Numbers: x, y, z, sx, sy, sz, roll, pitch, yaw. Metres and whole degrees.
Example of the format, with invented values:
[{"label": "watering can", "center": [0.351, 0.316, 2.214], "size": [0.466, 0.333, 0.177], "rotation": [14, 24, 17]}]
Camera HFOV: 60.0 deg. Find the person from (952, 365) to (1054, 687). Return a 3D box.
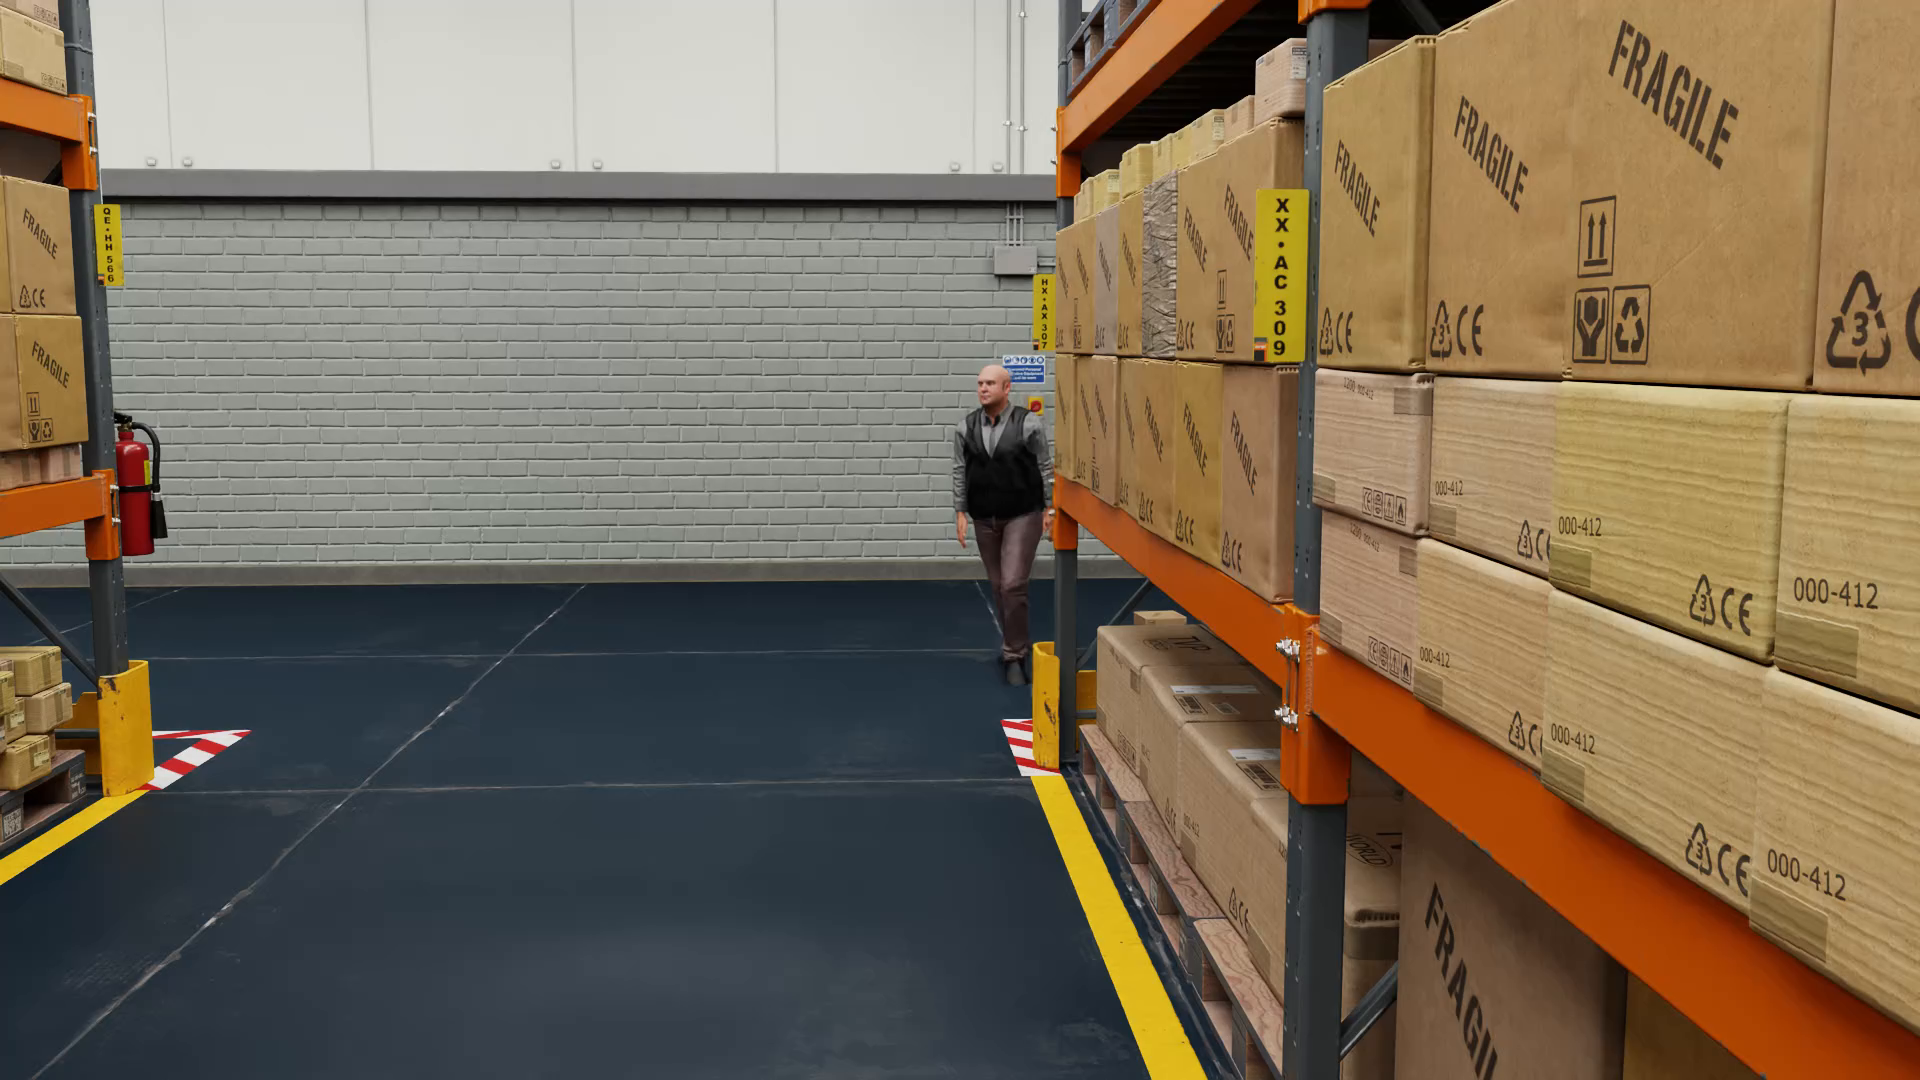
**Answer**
[{"label": "person", "center": [0.239, -0.092, 9.241], "size": [0.556, 1.758, 0.633], "rotation": [3, 8, 26]}]
